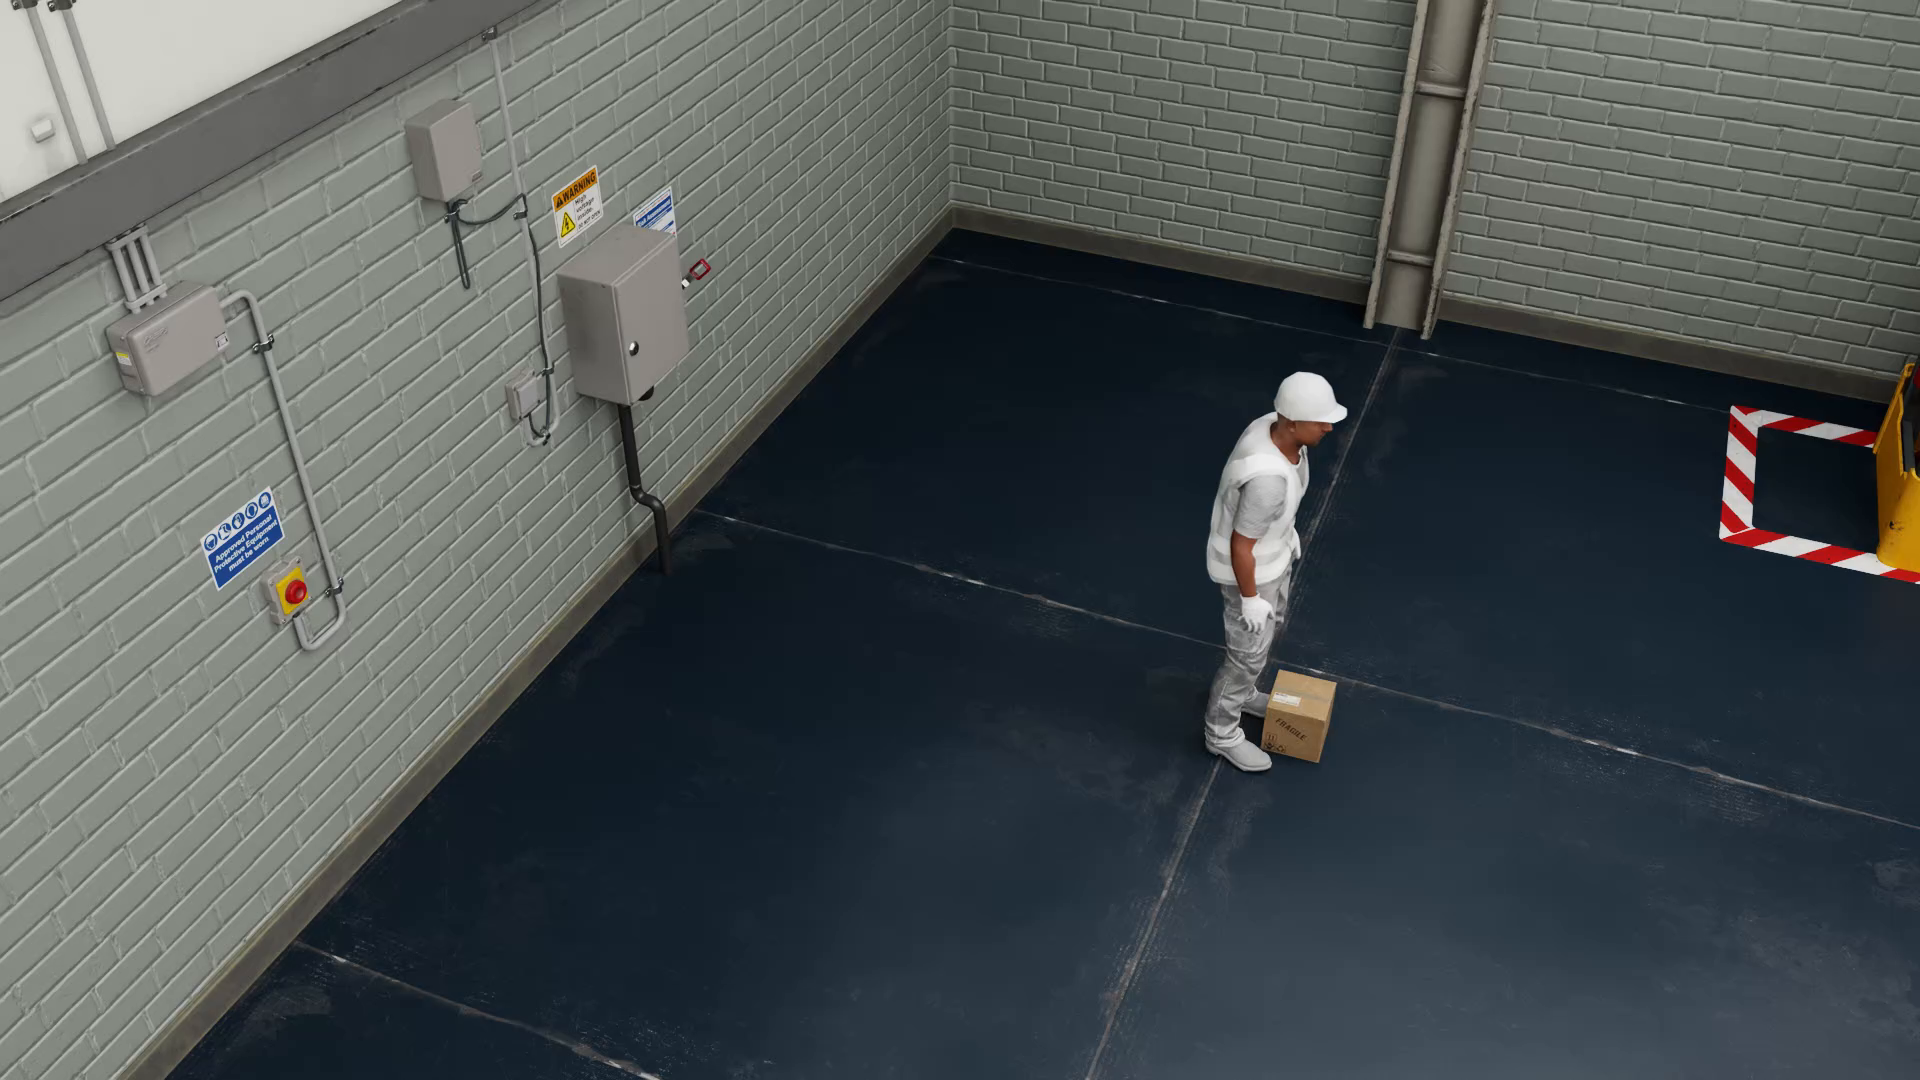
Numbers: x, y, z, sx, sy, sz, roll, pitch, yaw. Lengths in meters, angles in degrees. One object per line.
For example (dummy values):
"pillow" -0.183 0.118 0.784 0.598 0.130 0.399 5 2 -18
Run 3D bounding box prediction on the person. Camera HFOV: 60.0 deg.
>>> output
"person" 1.221 0.100 6.679 0.446 1.775 0.619 14 39 18
